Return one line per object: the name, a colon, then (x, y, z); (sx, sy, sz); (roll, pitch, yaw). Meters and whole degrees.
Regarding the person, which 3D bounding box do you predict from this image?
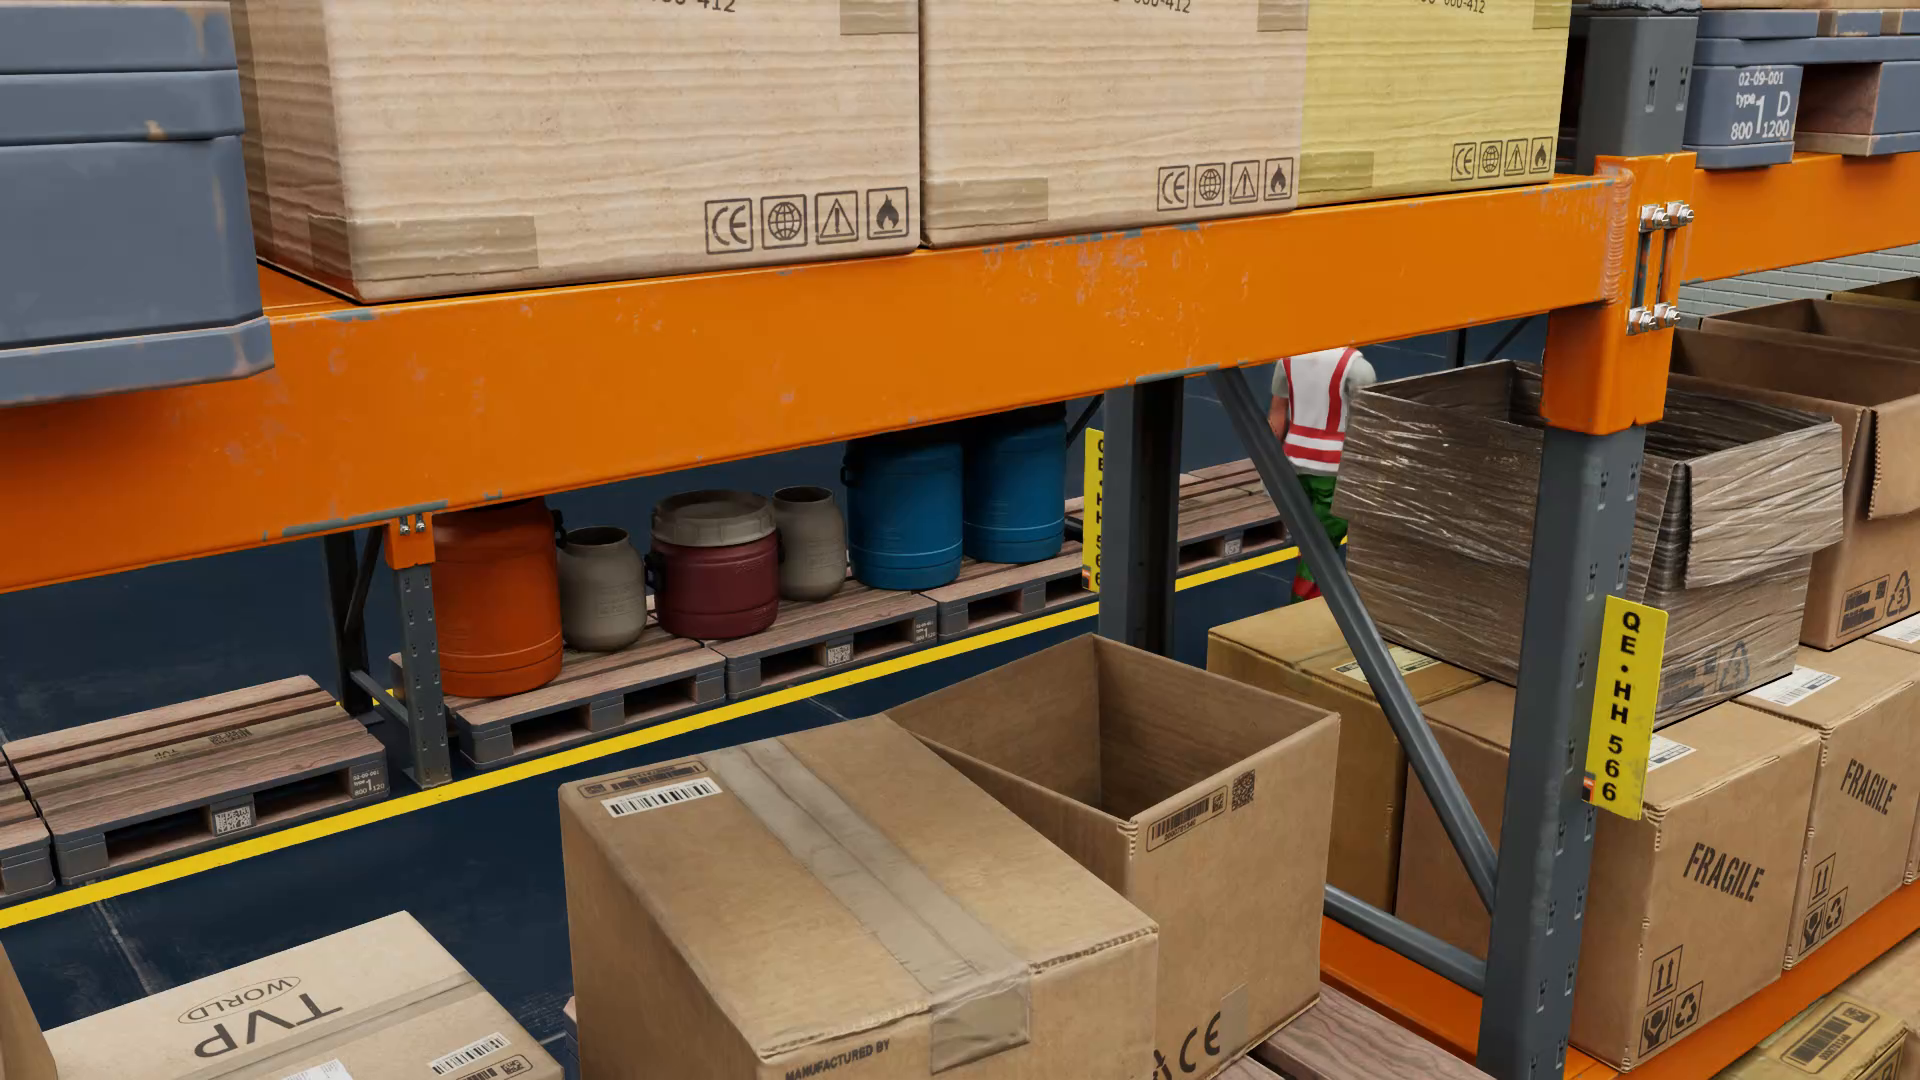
person: (1.793, -0.330, 8.094); (0.590, 1.847, 0.538); (-13, 22, -36)
